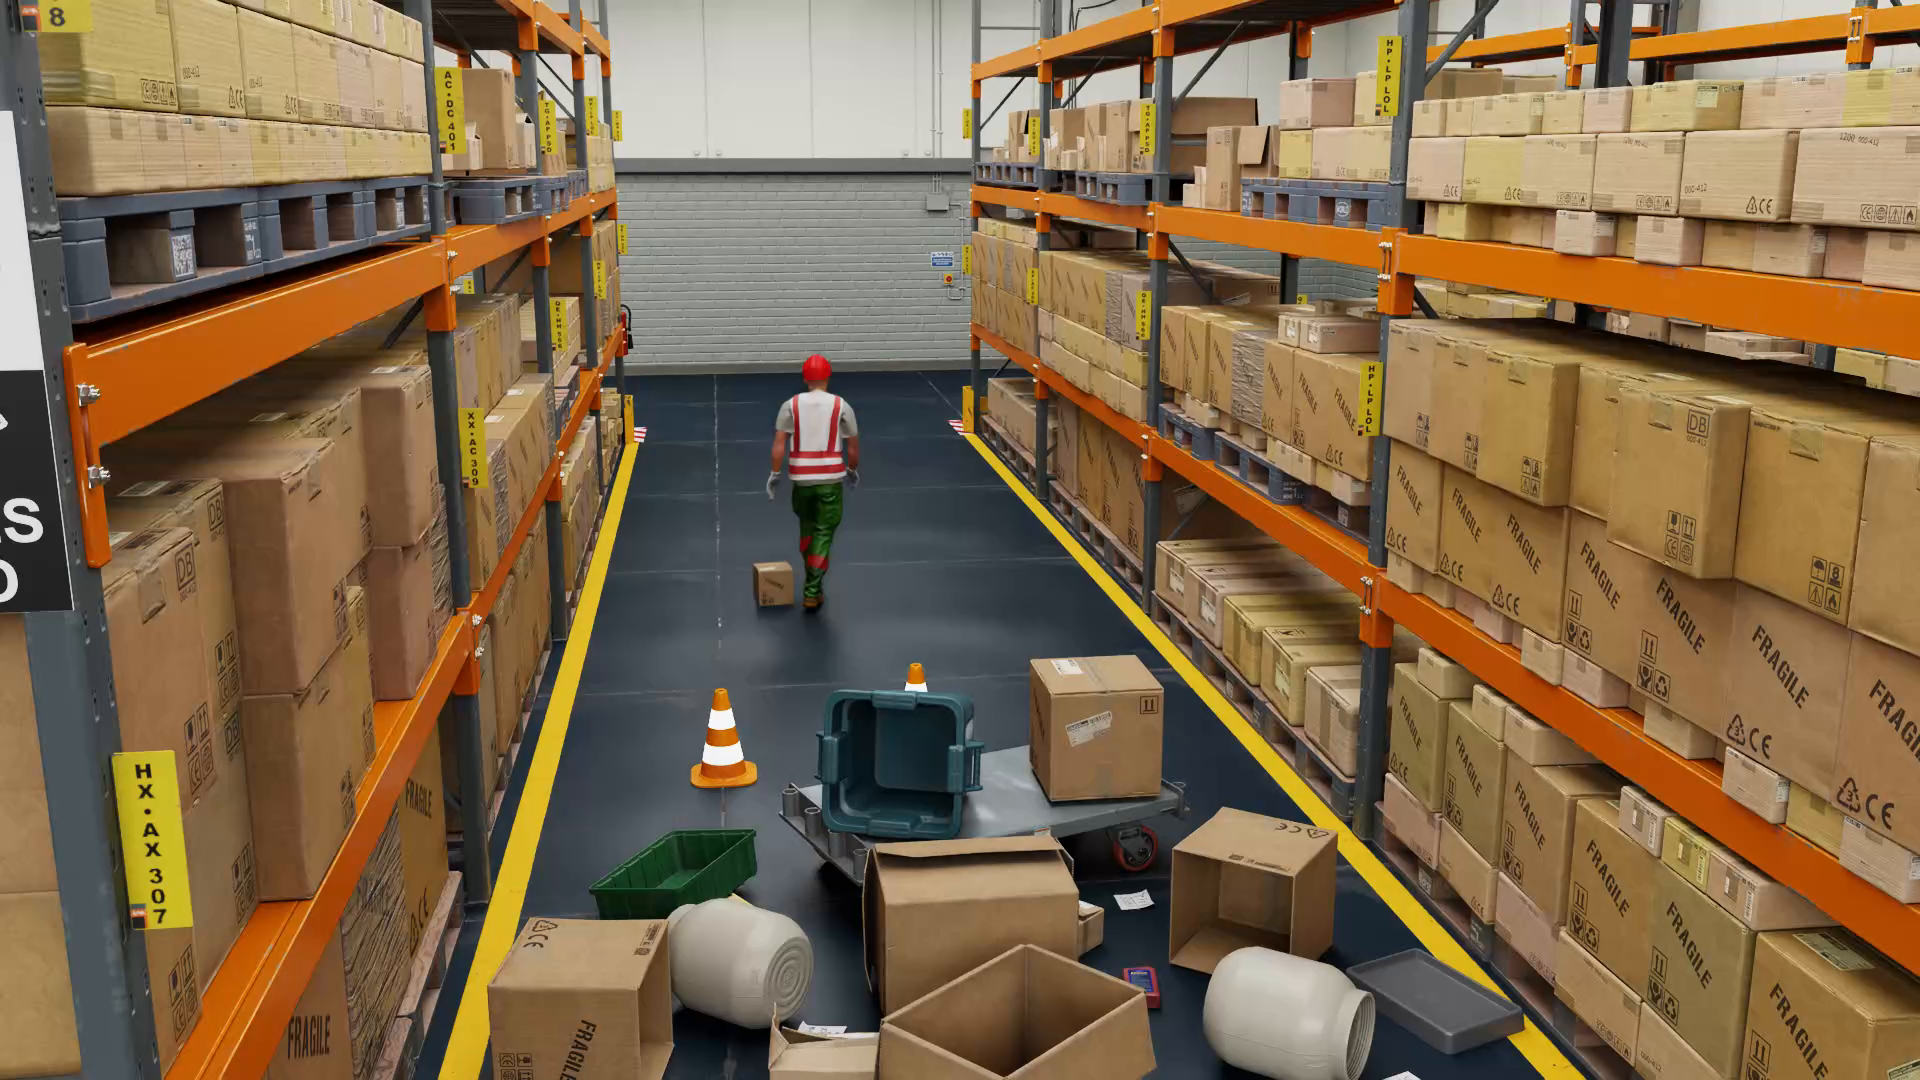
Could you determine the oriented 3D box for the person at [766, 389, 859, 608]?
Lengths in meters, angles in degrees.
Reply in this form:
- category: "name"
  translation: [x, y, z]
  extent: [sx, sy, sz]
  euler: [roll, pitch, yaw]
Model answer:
- category: "person"
  translation: [-1.037, -0.295, 11.817]
  extent: [0.638, 1.574, 0.618]
  euler: [1, 13, 6]
